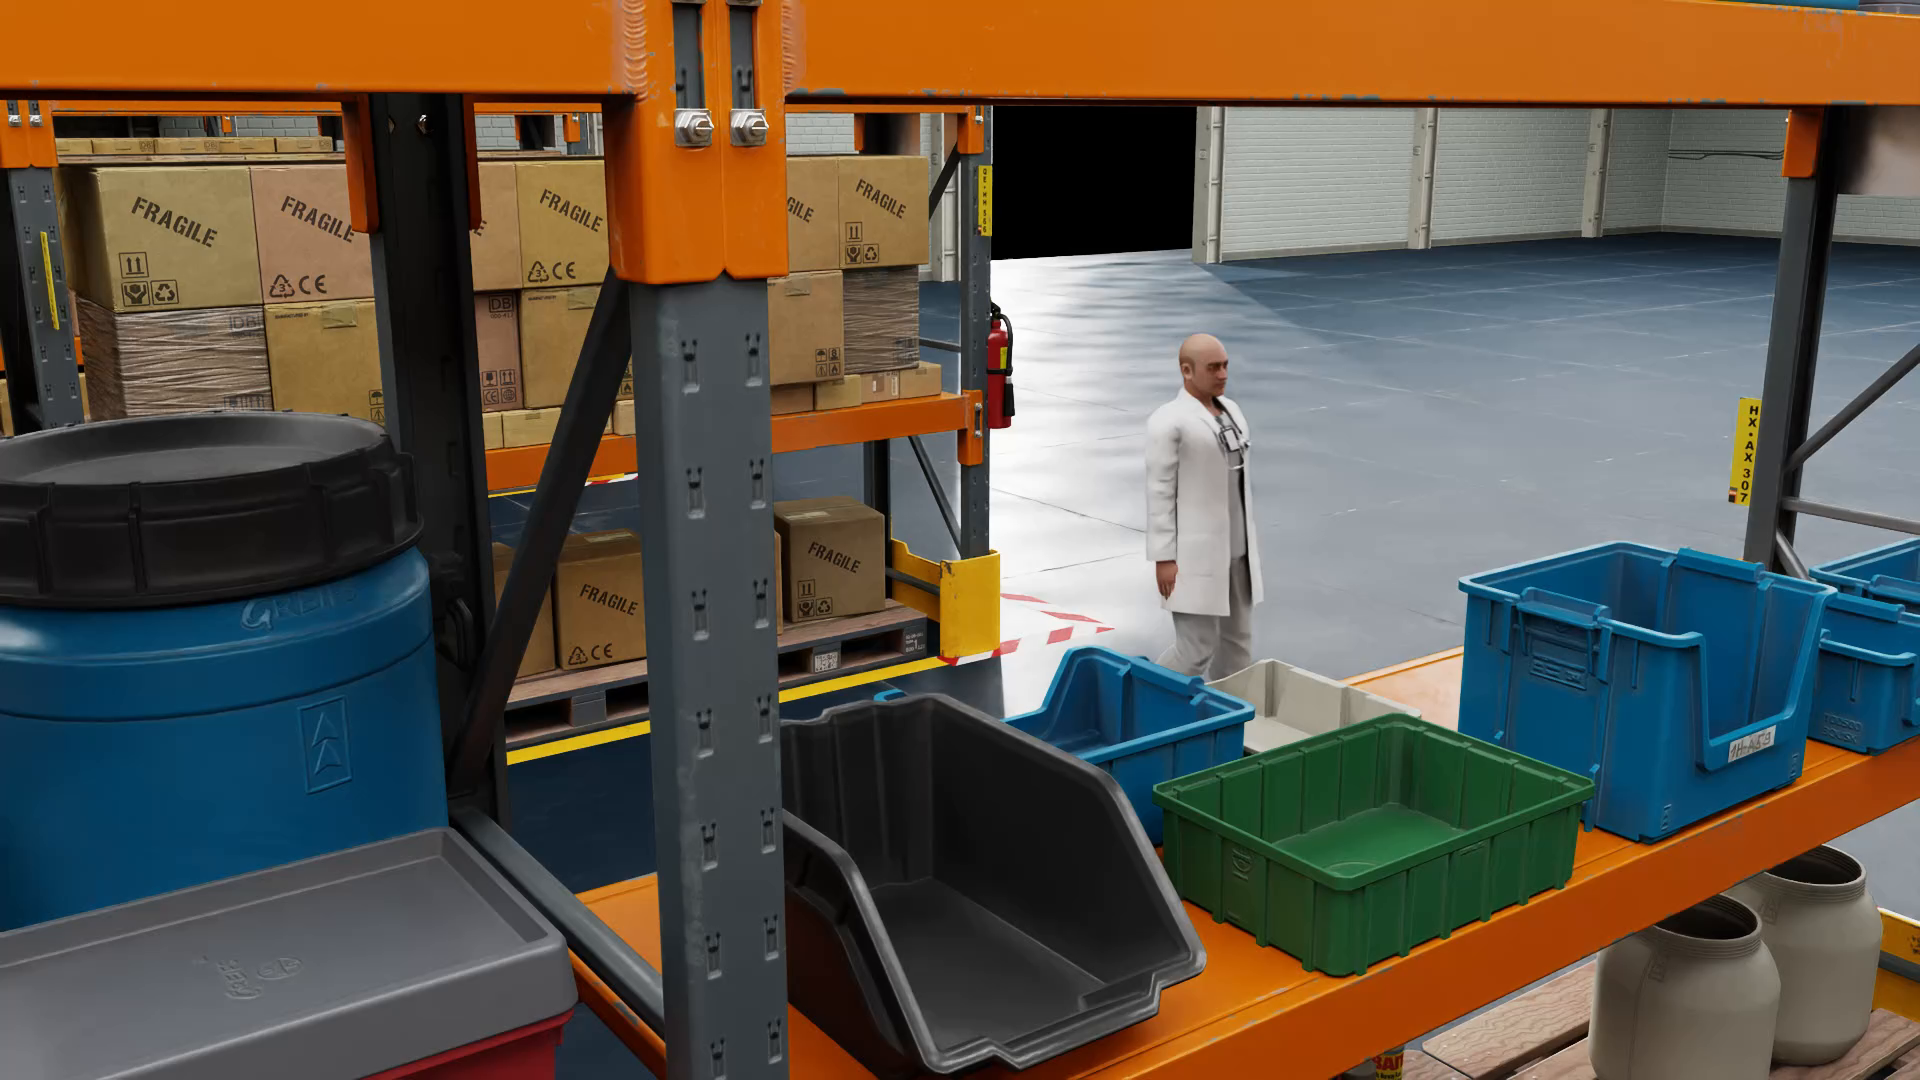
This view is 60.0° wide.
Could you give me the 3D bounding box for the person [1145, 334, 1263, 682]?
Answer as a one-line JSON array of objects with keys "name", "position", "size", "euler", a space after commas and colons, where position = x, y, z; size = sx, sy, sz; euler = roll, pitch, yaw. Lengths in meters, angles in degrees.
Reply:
[{"name": "person", "position": [1.033, 0.059, 6.799], "size": [0.618, 1.790, 0.623], "euler": [-13, 19, -42]}]
